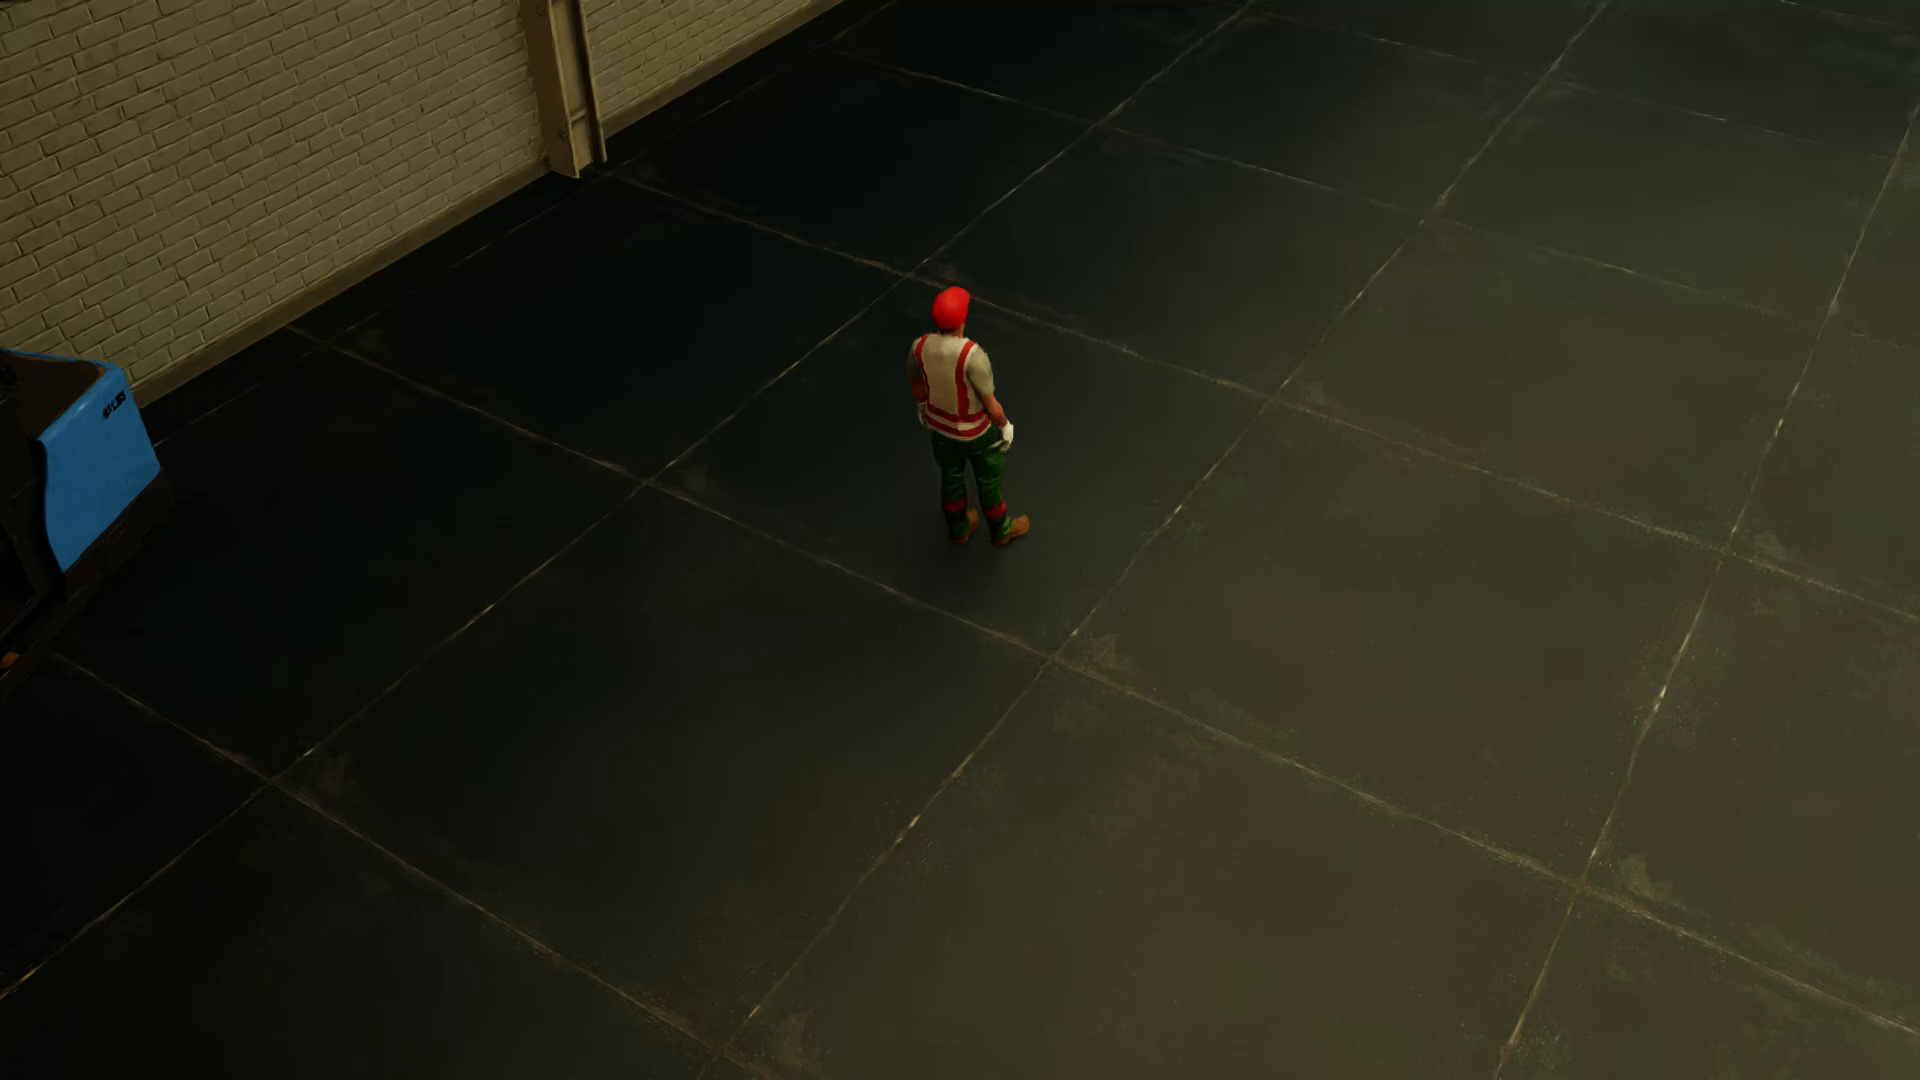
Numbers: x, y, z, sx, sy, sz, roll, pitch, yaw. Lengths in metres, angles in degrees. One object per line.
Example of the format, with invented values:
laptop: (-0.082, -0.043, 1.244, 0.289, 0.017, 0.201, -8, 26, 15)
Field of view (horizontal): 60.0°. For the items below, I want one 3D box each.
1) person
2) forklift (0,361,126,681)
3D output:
person: (0.015, -0.691, 9.652, 0.637, 1.688, 0.422, 22, 45, 24)
forklift: (-5.738, -0.474, 8.526, 1.121, 2.935, 3.031, 8, 41, 9)
